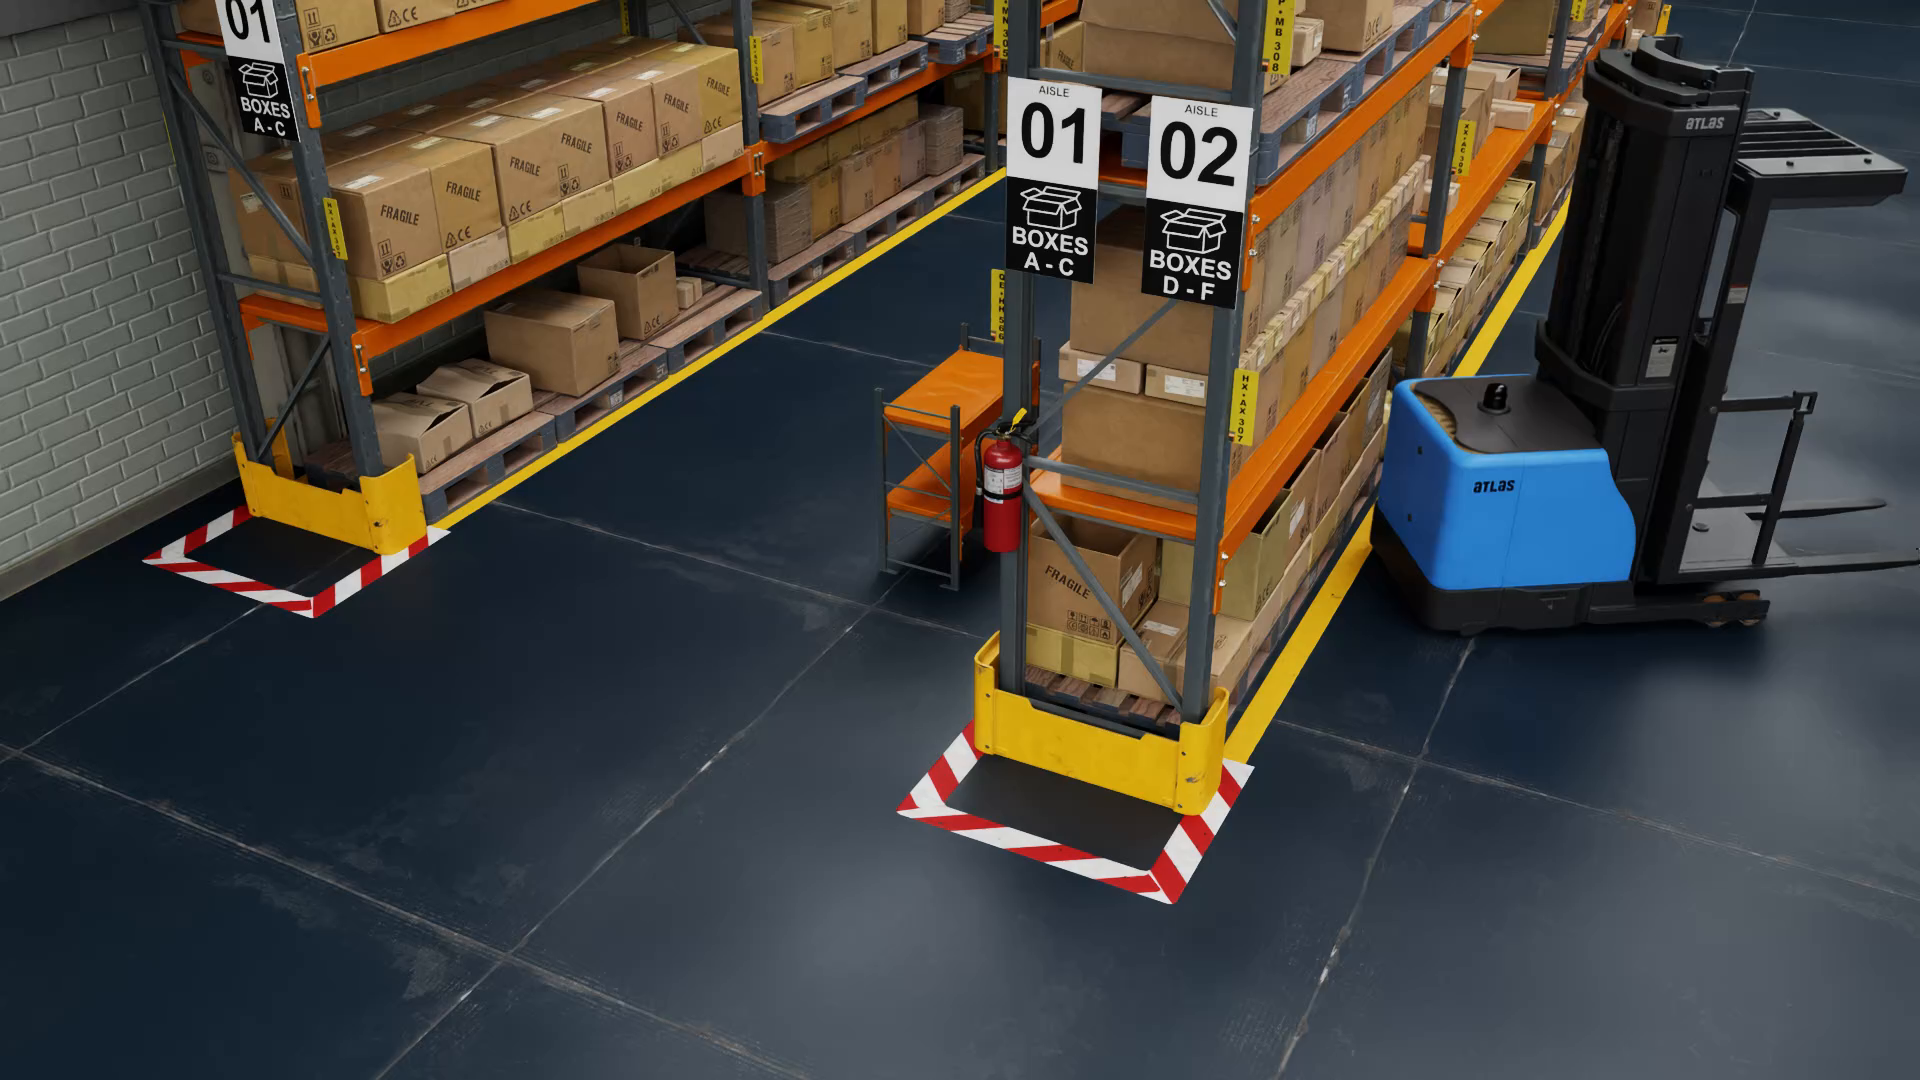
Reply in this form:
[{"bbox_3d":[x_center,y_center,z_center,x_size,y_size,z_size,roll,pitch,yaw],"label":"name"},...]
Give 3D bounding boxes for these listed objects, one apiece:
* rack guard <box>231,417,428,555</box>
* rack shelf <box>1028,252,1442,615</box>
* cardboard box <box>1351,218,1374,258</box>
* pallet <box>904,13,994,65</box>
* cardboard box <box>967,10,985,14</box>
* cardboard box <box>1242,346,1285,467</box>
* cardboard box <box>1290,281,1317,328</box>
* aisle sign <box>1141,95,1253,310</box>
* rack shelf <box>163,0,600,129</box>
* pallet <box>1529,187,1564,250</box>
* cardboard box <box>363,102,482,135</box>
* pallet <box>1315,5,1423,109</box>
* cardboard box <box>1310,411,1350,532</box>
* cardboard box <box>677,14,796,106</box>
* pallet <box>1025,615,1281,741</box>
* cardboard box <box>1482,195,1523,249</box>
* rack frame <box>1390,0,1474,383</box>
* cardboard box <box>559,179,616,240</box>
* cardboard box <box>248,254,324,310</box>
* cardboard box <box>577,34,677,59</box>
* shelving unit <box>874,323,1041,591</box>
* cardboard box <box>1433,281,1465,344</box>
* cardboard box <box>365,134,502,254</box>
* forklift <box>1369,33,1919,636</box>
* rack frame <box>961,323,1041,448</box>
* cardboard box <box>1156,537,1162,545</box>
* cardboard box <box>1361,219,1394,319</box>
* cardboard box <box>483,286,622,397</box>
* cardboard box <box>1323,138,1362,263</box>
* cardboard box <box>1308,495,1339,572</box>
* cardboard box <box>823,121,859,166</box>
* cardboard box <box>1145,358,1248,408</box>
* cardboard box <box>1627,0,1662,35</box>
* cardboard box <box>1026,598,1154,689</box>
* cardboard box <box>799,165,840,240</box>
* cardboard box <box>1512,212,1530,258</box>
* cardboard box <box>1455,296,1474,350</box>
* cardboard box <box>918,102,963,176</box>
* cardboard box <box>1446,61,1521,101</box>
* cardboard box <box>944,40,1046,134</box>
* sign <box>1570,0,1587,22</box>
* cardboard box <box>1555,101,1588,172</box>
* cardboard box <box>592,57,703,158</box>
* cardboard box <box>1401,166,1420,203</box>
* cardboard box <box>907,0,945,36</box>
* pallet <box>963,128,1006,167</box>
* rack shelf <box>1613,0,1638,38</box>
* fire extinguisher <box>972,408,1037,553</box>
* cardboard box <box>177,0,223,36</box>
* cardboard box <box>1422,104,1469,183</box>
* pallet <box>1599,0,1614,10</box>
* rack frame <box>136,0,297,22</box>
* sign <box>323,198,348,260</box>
[{"bbox_3d":[-3.722,-0.326,9.816,1.175,0.500,0.348,14,33,23],"label":"rack guard"},{"bbox_3d":[1.566,-0.829,8.904,1.077,0.370,4.000,14,33,23],"label":"rack shelf"},{"bbox_3d":[1.964,-1.620,8.808,0.380,0.149,0.250,15,33,25],"label":"cardboard box"},{"bbox_3d":[-0.342,-4.500,14.766,1.213,0.211,1.003,14,33,23],"label":"pallet"},{"bbox_3d":[0.244,-4.916,15.531,0.380,0.149,0.250,14,33,23],"label":"cardboard box"},{"bbox_3d":[1.114,-0.736,7.918,0.700,0.500,0.500,15,33,25],"label":"cardboard box"},{"bbox_3d":[1.494,-1.162,8.010,0.380,0.149,0.250,13,32,22],"label":"cardboard box"},{"bbox_3d":[0.898,-1.283,6.361,0.394,0.787,0.004,14,33,23],"label":"aisle sign"},{"bbox_3d":[-2.845,-3.252,10.111,1.077,0.370,4.000,14,33,23],"label":"rack shelf"},{"bbox_3d":[4.673,-2.914,14.612,1.003,0.211,1.213,14,33,23],"label":"pallet"},{"bbox_3d":[-3.261,-2.353,10.214,0.500,0.500,0.500,13,32,22],"label":"cardboard box"},{"bbox_3d":[1.555,-2.367,7.937,1.003,0.211,1.213,14,33,23],"label":"pallet"},{"bbox_3d":[1.783,-0.421,9.057,0.500,0.500,0.500,14,33,23],"label":"cardboard box"},{"bbox_3d":[-1.672,-3.602,12.467,0.700,0.500,0.500,14,33,23],"label":"cardboard box"},{"bbox_3d":[0.966,0.606,8.482,1.003,0.211,1.213,14,33,23],"label":"pallet"},{"bbox_3d":[4.049,-2.514,12.891,0.500,0.311,0.500,14,33,23],"label":"cardboard box"},{"bbox_3d":[2.477,-2.027,10.268,1.000,3.000,0.127,14,33,23],"label":"rack frame"},{"bbox_3d":[-2.558,-2.146,10.605,0.500,0.250,0.500,15,33,24],"label":"cardboard box"},{"bbox_3d":[-3.716,-1.571,9.604,0.500,0.250,0.500,15,33,24],"label":"cardboard box"},{"bbox_3d":[-2.334,-3.257,11.788,0.500,0.500,0.500,14,33,22],"label":"cardboard box"},{"bbox_3d":[0.003,-0.491,9.475,0.538,1.125,1.048,14,33,23],"label":"shelving unit"},{"bbox_3d":[3.120,-1.608,11.314,0.500,0.311,0.500,14,33,23],"label":"cardboard box"},{"bbox_3d":[-3.038,-2.005,9.608,0.500,0.500,0.500,14,33,23],"label":"cardboard box"},{"bbox_3d":[3.914,-1.067,8.664,3.031,2.935,1.130,-3,30,-5],"label":"forklift"},{"bbox_3d":[0.235,-0.716,9.868,0.500,1.125,0.032,14,33,23],"label":"rack frame"},{"bbox_3d":[1.077,-0.321,8.883,0.500,0.500,0.500,14,33,23],"label":"cardboard box"},{"bbox_3d":[2.046,-1.637,9.489,0.700,0.500,0.500,14,33,23],"label":"cardboard box"},{"bbox_3d":[-2.723,-1.336,11.133,0.700,0.500,0.500,12,32,20],"label":"cardboard box"},{"bbox_3d":[1.595,-1.768,8.413,0.700,0.500,0.500,14,33,23],"label":"cardboard box"},{"bbox_3d":[1.782,-0.096,9.244,0.500,0.250,0.500,14,33,23],"label":"cardboard box"},{"bbox_3d":[-1.183,-3.339,13.868,0.500,0.250,0.500,13,32,22],"label":"cardboard box"},{"bbox_3d":[1.025,-0.704,7.212,0.380,0.149,0.250,14,33,23],"label":"cardboard box"},{"bbox_3d":[7.915,-6.157,19.528,0.500,0.500,0.500,14,33,23],"label":"cardboard box"},{"bbox_3d":[0.636,0.451,8.291,0.500,0.250,0.500,14,33,23],"label":"cardboard box"},{"bbox_3d":[-1.423,-2.827,13.729,0.700,0.500,0.500,14,33,22],"label":"cardboard box"},{"bbox_3d":[4.277,-2.502,13.434,0.500,0.250,0.500,15,33,24],"label":"cardboard box"},{"bbox_3d":[3.349,-1.596,11.857,0.500,0.250,0.500,13,32,22],"label":"cardboard box"},{"bbox_3d":[-0.394,-3.699,15.247,0.700,0.500,0.500,15,33,24],"label":"cardboard box"},{"bbox_3d":[4.095,-3.611,13.115,0.500,0.311,0.500,16,34,26],"label":"cardboard box"},{"bbox_3d":[0.340,-4.469,16.257,0.750,0.750,0.750,14,33,23],"label":"cardboard box"},{"bbox_3d":[4.795,-4.178,12.851,0.100,0.325,0.005,14,33,23],"label":"sign"},{"bbox_3d":[5.461,-3.732,15.304,0.500,0.500,0.500,13,32,22],"label":"cardboard box"},{"bbox_3d":[-2.097,-2.916,11.193,0.500,0.500,0.500,14,33,23],"label":"cardboard box"},{"bbox_3d":[2.430,-2.074,9.597,0.380,0.149,0.250,14,33,22],"label":"cardboard box"},{"bbox_3d":[-0.548,-4.692,14.367,0.700,0.500,0.500,11,32,19],"label":"cardboard box"},{"bbox_3d":[0.314,-4.046,16.584,1.003,0.211,1.213,14,33,23],"label":"pallet"},{"bbox_3d":[7.033,-6.149,18.167,1.077,0.370,4.000,14,33,23],"label":"rack shelf"},{"bbox_3d":[0.188,-0.274,7.292,0.296,0.674,0.183,14,33,23],"label":"fire extinguisher"},{"bbox_3d":[-3.792,-2.972,8.780,0.500,0.500,0.500,17,34,27],"label":"cardboard box"},{"bbox_3d":[3.081,-2.641,11.237,0.500,0.500,0.500,17,34,27],"label":"cardboard box"},{"bbox_3d":[5.660,-5.161,15.918,1.003,0.211,1.213,14,33,23],"label":"pallet"},{"bbox_3d":[-3.757,-3.978,7.641,1.000,3.000,0.127,14,33,23],"label":"rack frame"},{"bbox_3d":[-3.273,-1.629,8.705,0.100,0.325,0.005,14,33,23],"label":"sign"}]
